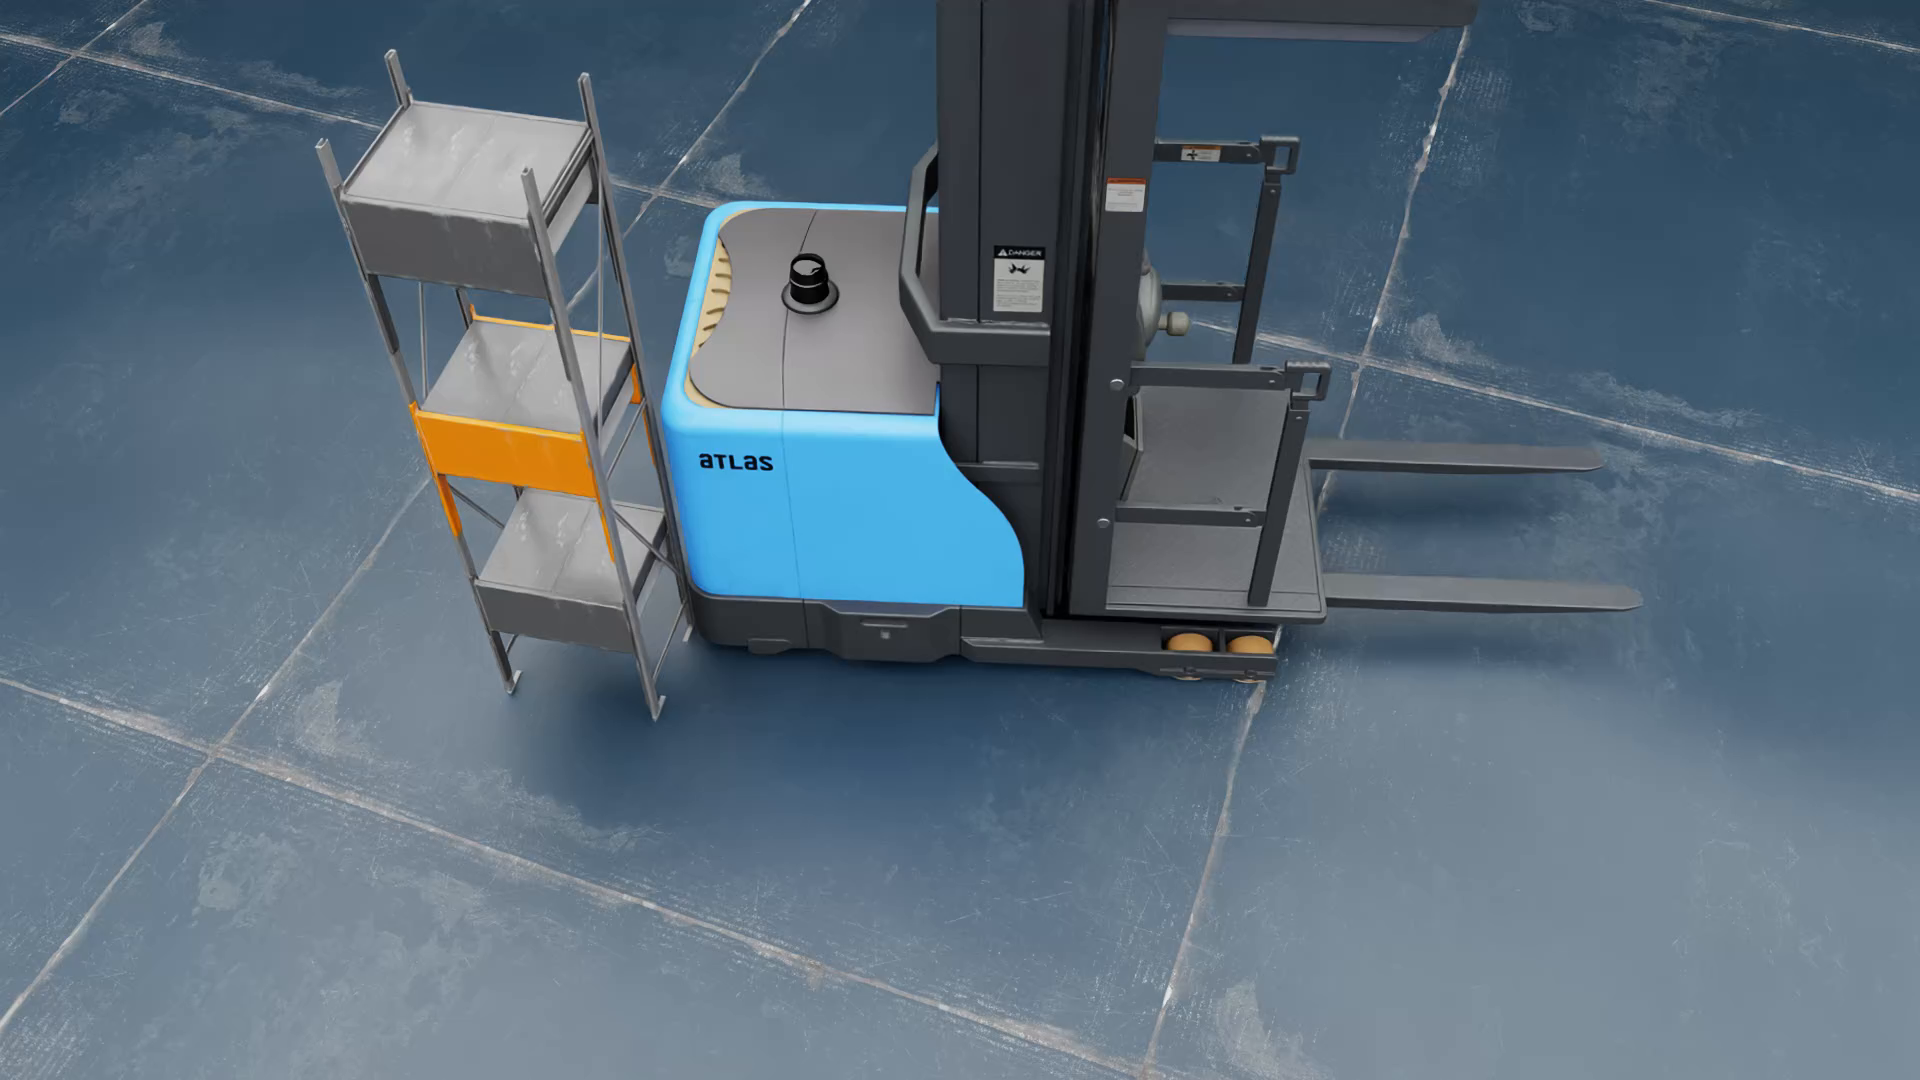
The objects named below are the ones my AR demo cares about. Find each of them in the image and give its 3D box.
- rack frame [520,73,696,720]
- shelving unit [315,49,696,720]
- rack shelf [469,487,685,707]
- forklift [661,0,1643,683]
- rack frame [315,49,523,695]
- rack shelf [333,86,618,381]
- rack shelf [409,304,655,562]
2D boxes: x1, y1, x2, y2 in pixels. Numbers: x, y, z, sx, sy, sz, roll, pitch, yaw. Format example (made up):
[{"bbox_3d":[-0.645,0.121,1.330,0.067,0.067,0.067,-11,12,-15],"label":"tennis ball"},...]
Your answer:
[{"bbox_3d":[-0.924,-0.267,4.592,0.015,2.100,0.400,9,50,8],"label":"rack frame"},{"bbox_3d":[-1.163,-0.304,4.624,0.503,2.100,0.431,9,50,8],"label":"shelving unit"},{"bbox_3d":[-1.163,0.163,5.164,0.480,0.518,0.431,9,50,8],"label":"rack shelf"},{"bbox_3d":[0.673,-0.916,4.604,3.031,2.935,1.130,2,49,2],"label":"forklift"},{"bbox_3d":[-1.402,-0.342,4.657,0.015,2.100,0.400,9,50,8],"label":"rack frame"},{"bbox_3d":[-1.163,-0.754,4.106,0.480,0.518,0.431,9,50,8],"label":"rack shelf"},{"bbox_3d":[-1.163,-0.295,4.635,0.480,0.518,0.431,9,50,8],"label":"rack shelf"}]
